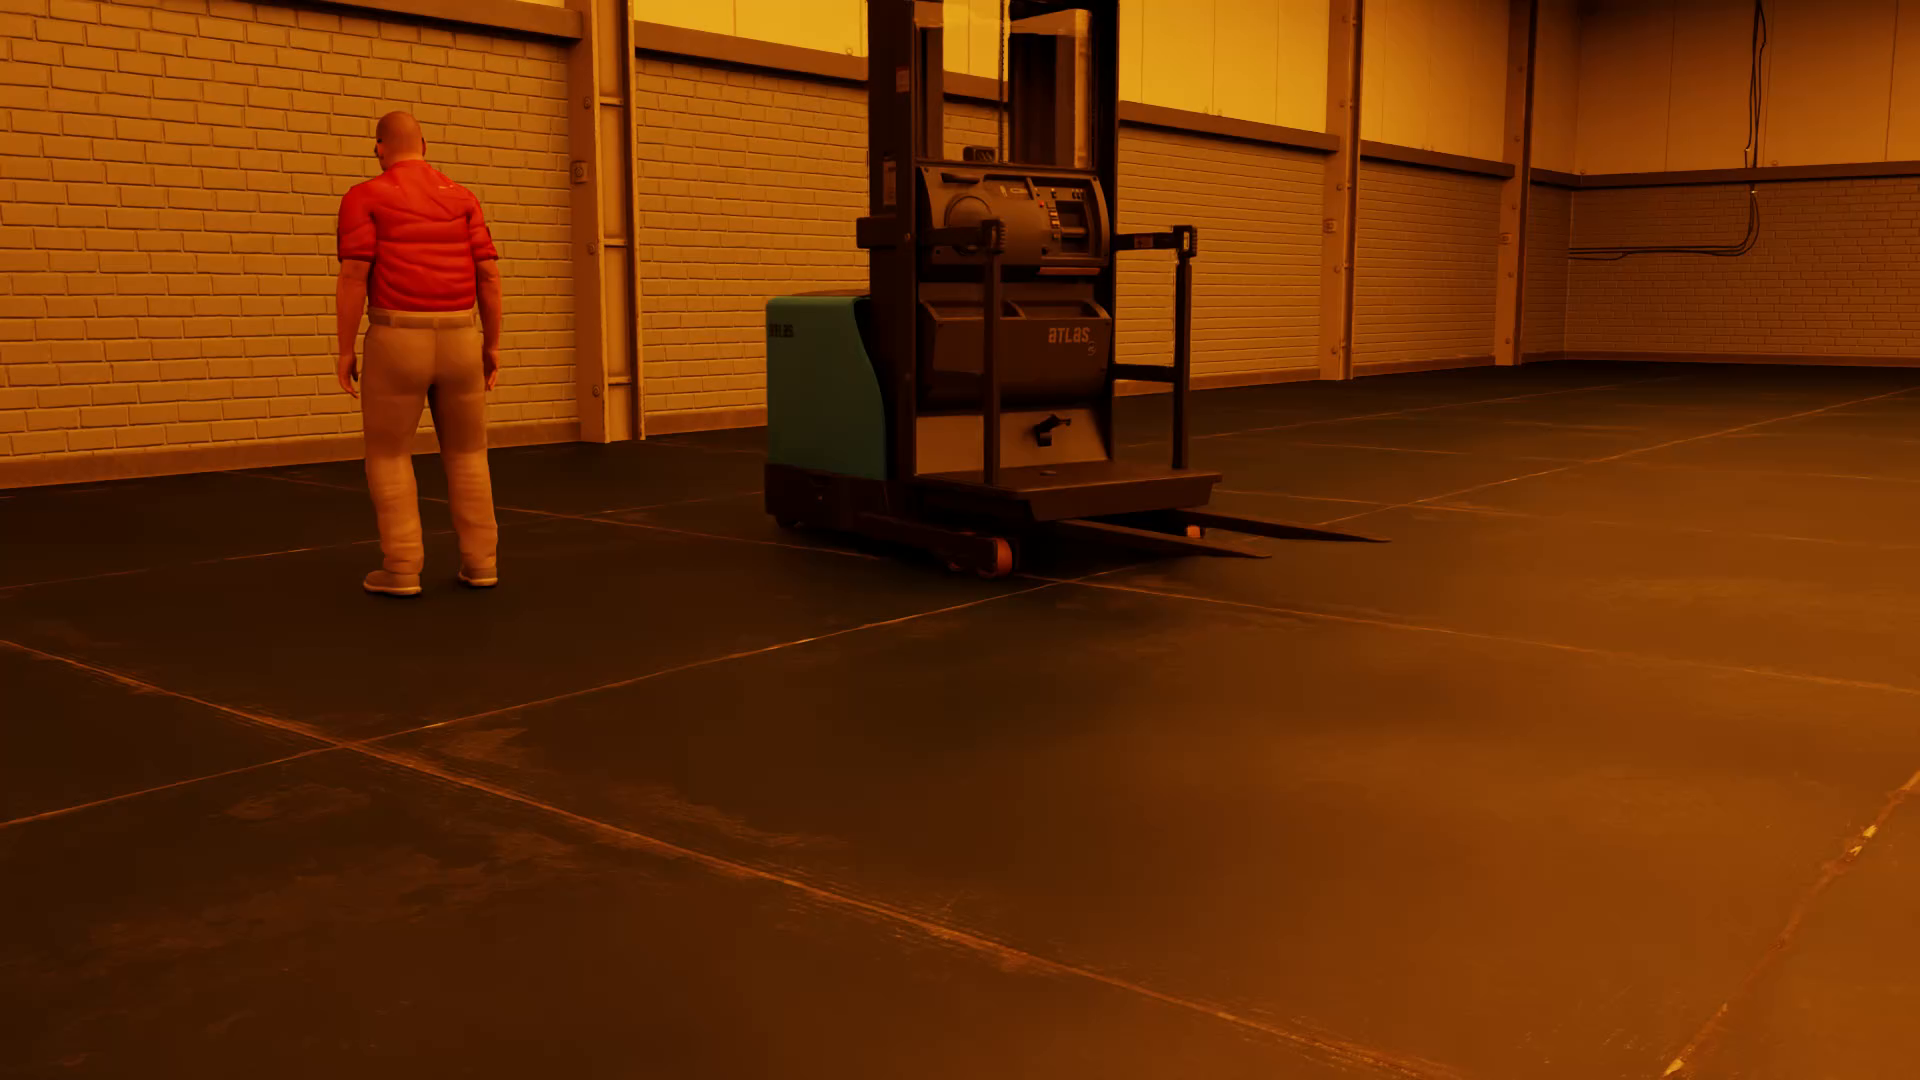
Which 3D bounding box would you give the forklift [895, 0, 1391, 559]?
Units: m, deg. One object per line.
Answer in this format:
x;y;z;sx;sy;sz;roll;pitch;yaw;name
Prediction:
0.411;-1.340;6.657;1.101;2.867;2.884;-6;10;-36;forklift
